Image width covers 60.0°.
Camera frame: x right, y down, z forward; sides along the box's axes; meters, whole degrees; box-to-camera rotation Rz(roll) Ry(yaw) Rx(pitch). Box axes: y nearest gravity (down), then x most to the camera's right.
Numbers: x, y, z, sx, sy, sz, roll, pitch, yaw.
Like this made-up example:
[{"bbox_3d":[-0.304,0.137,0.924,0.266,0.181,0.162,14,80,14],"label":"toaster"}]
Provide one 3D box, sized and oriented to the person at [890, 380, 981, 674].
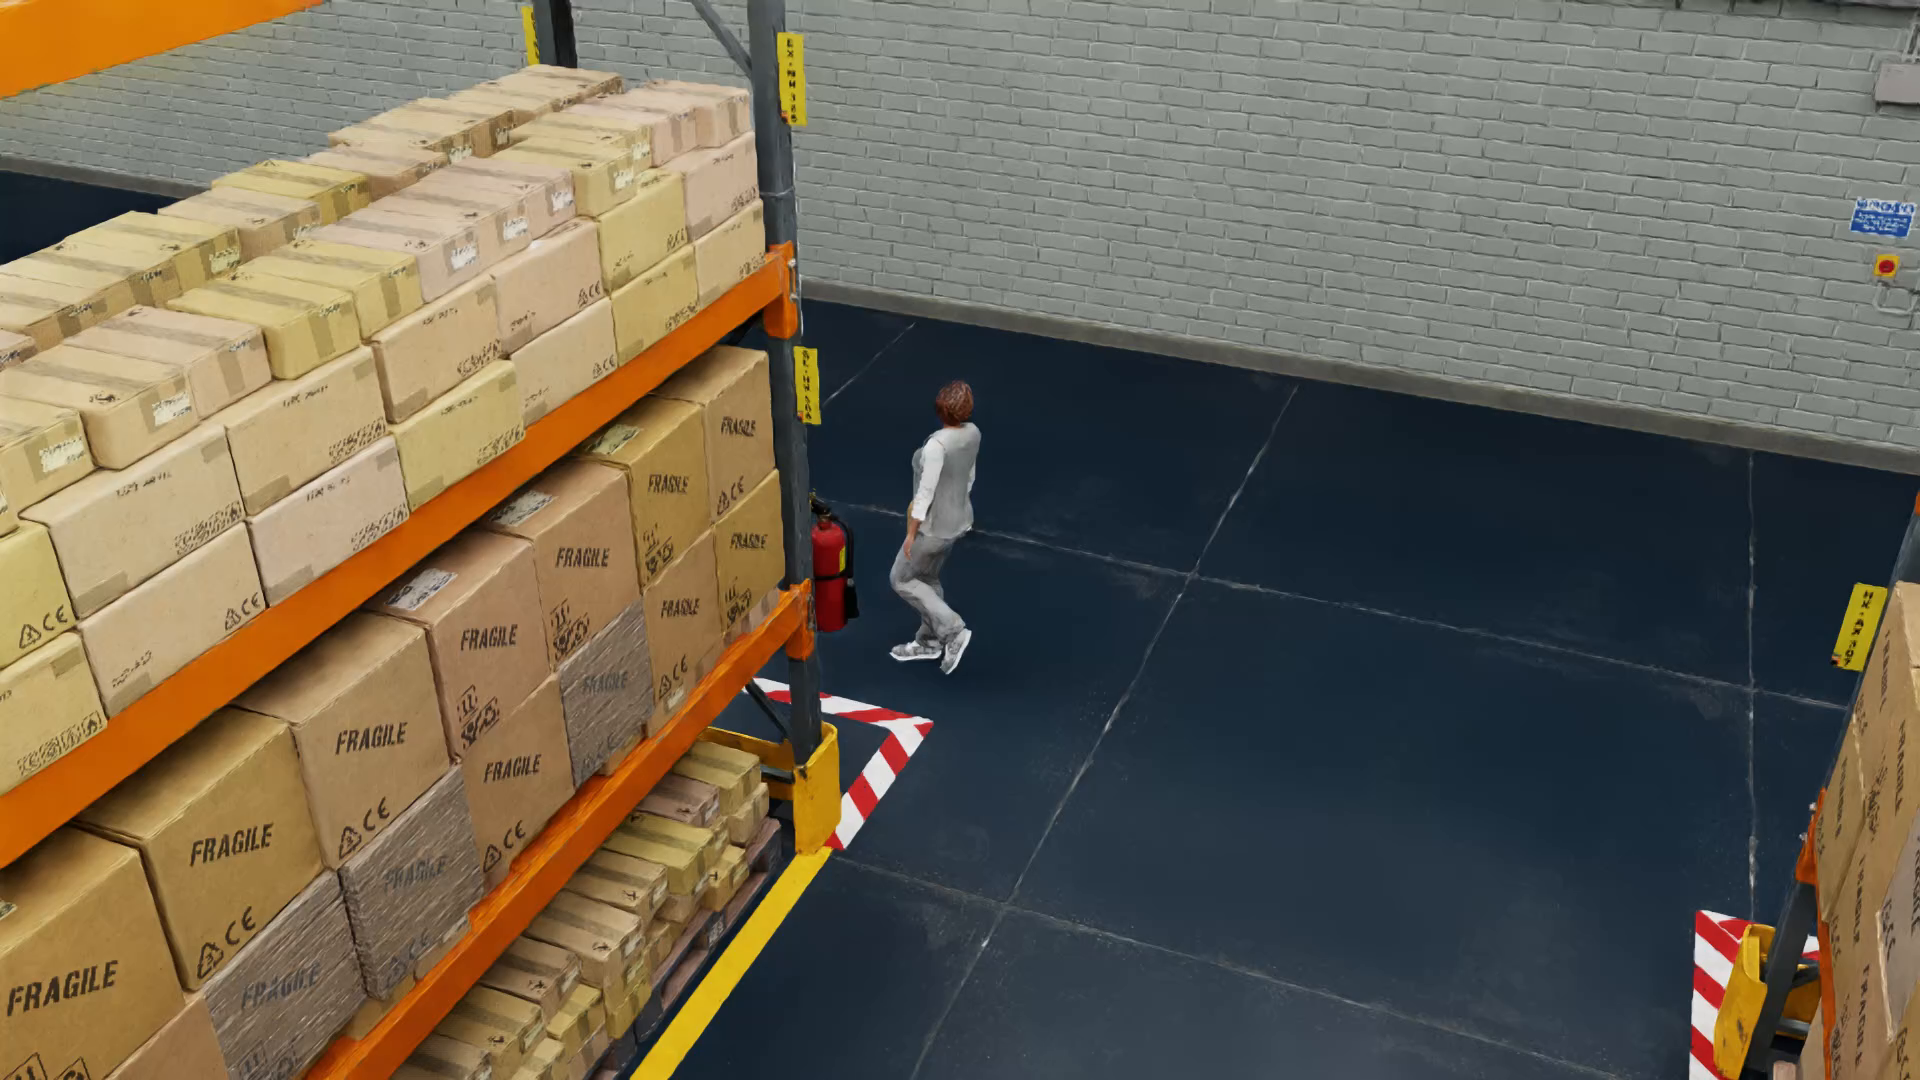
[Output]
[{"bbox_3d":[-0.098,-0.066,8.540,0.480,1.575,0.483,14,33,22],"label":"person"}]
